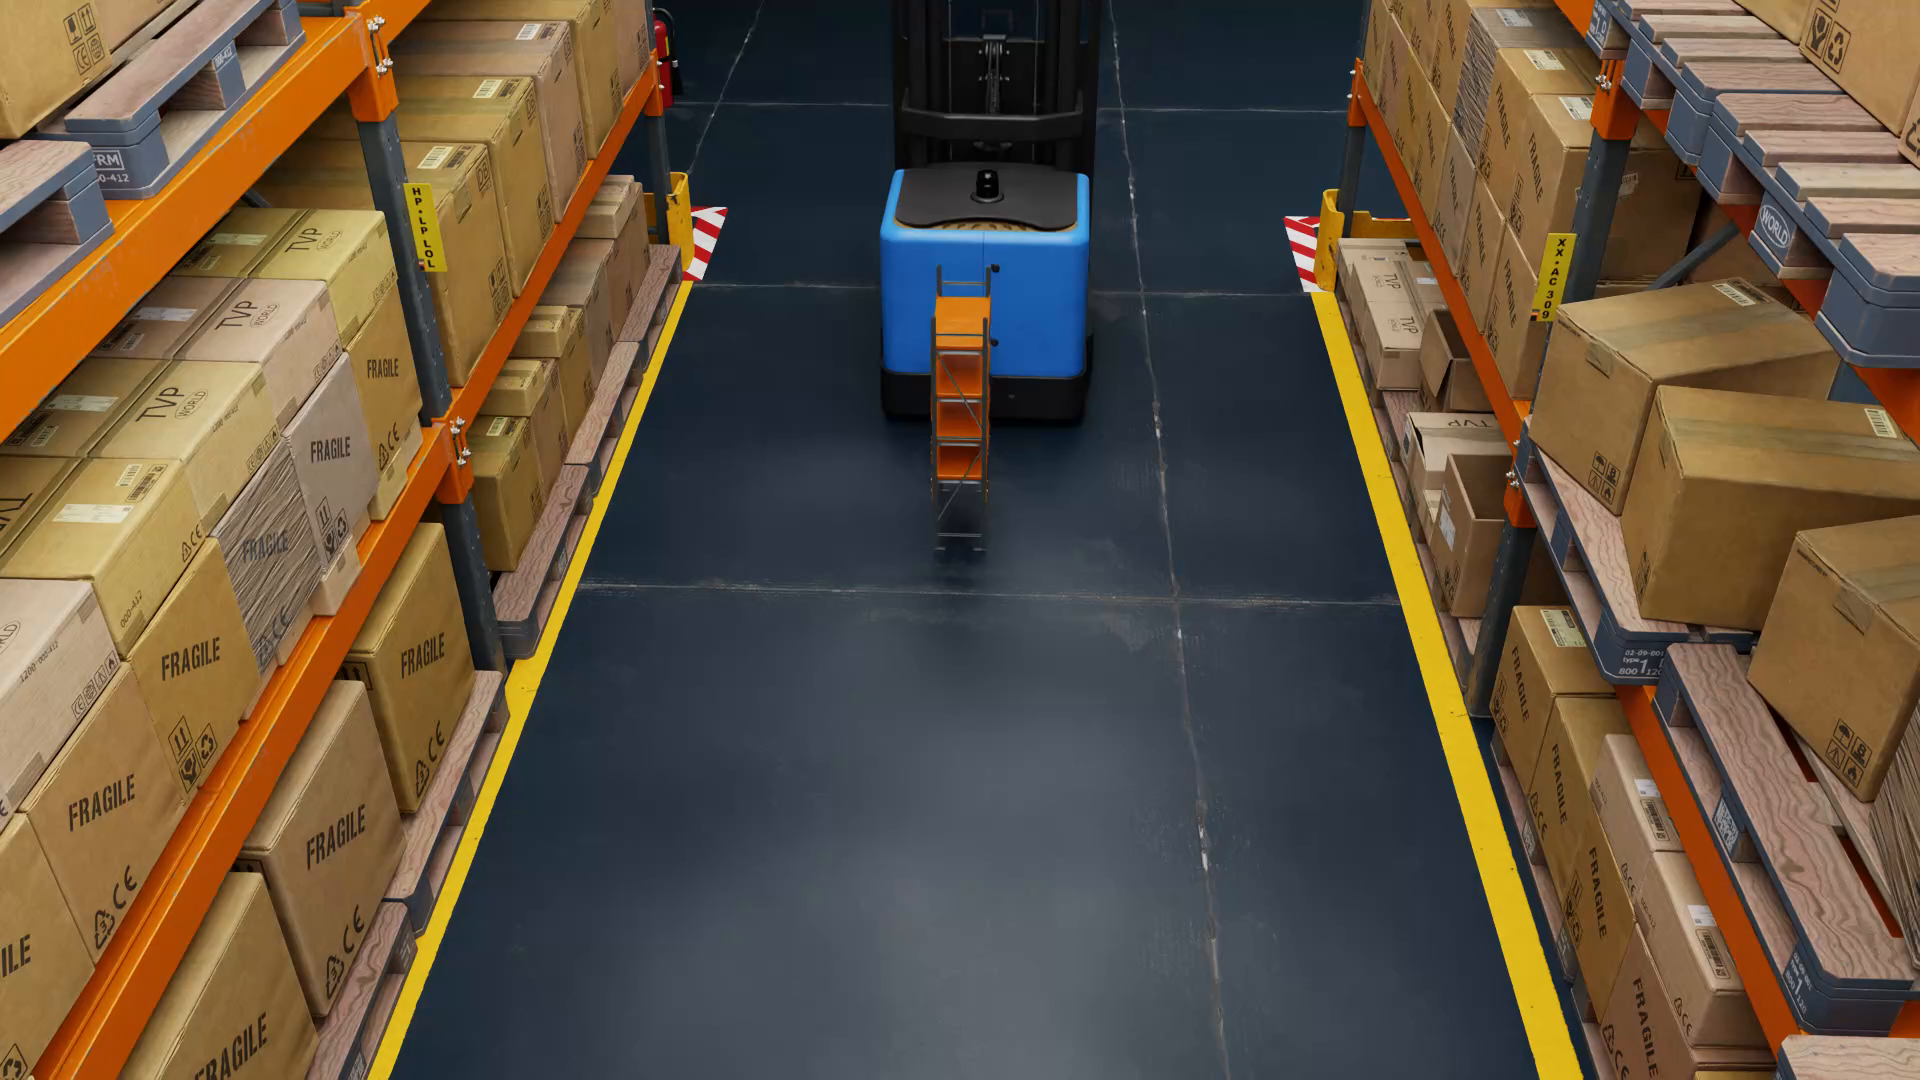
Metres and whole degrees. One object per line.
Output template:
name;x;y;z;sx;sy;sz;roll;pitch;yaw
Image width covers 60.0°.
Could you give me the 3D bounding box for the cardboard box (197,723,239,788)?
cardboard box;-2.236;0.536;4.579;0.380;0.149;0.250;2;35;3

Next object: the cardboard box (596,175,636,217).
cardboard box;-1.979;-1.871;9.047;0.380;0.149;0.250;1;35;1

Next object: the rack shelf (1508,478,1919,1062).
rack shelf;2.481;0.915;4.465;1.077;0.370;4.000;1;35;2

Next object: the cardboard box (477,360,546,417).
cardboard box;-2.060;-0.675;7.346;0.380;0.149;0.250;2;35;3

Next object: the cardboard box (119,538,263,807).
cardboard box;-2.209;0.329;4.311;0.500;0.500;0.500;2;35;3

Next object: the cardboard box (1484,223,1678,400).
cardboard box;2.325;-0.862;6.281;0.500;0.500;0.500;2;35;3

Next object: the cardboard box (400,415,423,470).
cardboard box;-2.119;-0.345;5.833;0.380;0.149;0.250;2;35;2

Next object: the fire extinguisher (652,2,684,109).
fire extinguisher;-1.760;-2.830;9.560;0.296;0.674;0.183;1;35;2

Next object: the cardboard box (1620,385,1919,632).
cardboard box;2.355;-0.077;4.799;0.700;0.500;0.500;7;36;9

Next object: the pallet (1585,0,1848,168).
pallet;2.465;-1.305;4.553;1.213;0.211;1.003;1;35;2

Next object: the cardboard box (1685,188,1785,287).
cardboard box;2.862;-1.242;5.952;0.500;0.500;0.500;2;35;3

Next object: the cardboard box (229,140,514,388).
cardboard box;-2.350;-1.074;6.409;0.980;0.700;0.700;2;35;3

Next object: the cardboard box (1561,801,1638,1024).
cardboard box;2.261;1.181;5.253;0.500;0.500;0.500;2;35;2

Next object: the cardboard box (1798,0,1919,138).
cardboard box;2.464;-1.337;3.896;0.600;0.600;0.600;1;35;1

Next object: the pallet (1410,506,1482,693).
pallet;2.590;0.218;7.256;1.003;0.211;1.213;1;35;2

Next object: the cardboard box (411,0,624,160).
cardboard box;-2.256;-2.350;8.224;0.980;0.700;0.700;1;35;2

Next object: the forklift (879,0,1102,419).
forklift;0.202;-2.640;8.957;1.130;2.935;3.031;2;35;3

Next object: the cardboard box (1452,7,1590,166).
cardboard box;2.362;-1.859;6.829;0.500;0.500;0.500;2;35;2

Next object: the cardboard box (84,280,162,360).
cardboard box;-2.681;-0.559;4.921;0.500;0.250;0.500;2;35;2

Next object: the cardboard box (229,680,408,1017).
cardboard box;-2.317;0.955;5.287;0.750;0.750;0.750;2;35;3

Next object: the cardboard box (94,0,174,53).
cardboard box;-2.533;-1.585;4.319;0.700;0.500;0.500;0;35;-1

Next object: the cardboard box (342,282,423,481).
cardboard box;-2.155;-0.540;5.547;0.500;0.500;0.500;1;35;1

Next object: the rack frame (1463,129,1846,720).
rack frame;2.562;-0.528;5.893;1.000;3.000;0.127;1;35;2

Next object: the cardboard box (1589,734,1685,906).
cardboard box;2.259;0.855;5.064;0.500;0.250;0.500;1;35;2

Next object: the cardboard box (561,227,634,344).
cardboard box;-2.176;-1.396;8.936;0.700;0.500;0.500;1;35;2

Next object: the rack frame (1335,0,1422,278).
rack frame;2.722;-2.826;9.163;1.000;3.000;0.127;1;35;2

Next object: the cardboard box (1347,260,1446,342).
cardboard box;2.397;-1.288;8.983;0.500;0.250;0.500;1;35;2

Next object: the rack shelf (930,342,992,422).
rack shelf;0.007;-0.714;7.450;0.258;0.148;0.480;1;35;2

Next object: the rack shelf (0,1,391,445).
rack shelf;-2.469;-0.424;3.762;1.077;0.370;4.000;1;35;2

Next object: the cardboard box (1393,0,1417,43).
cardboard box;2.428;-2.727;8.065;0.500;0.500;0.500;2;35;2

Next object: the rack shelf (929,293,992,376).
rack shelf;0.007;-0.907;7.314;0.258;0.148;0.480;1;35;2

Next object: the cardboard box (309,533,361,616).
cardboard box;-2.113;0.101;5.198;0.380;0.149;0.250;1;35;2

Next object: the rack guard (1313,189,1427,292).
rack guard;2.719;-1.760;9.819;1.175;0.500;0.348;1;35;2

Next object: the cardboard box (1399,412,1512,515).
cardboard box;2.331;-0.373;7.628;0.500;0.311;0.500;1;35;2

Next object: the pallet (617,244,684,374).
pallet;-2.181;-1.336;9.468;1.003;0.211;1.213;1;35;2

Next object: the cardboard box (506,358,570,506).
cardboard box;-2.232;-0.505;7.669;0.700;0.500;0.500;1;35;1

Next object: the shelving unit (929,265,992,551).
shelving unit;0.007;-0.586;7.540;0.258;1.200;0.503;1;35;2

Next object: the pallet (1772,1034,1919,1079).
pallet;2.358;1.457;3.234;1.213;0.211;1.003;1;35;2

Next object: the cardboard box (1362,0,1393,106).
cardboard box;2.441;-2.618;8.780;0.500;0.500;0.500;2;35;3

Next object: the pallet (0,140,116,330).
pallet;-2.534;-0.506;3.417;1.003;0.211;1.213;3;35;4

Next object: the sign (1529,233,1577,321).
sign;2.019;-0.890;5.655;0.100;0.325;0.005;1;35;2

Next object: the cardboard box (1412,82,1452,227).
cardboard box;2.381;-1.746;7.539;0.500;0.500;0.500;2;35;3

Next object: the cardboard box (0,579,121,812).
cardboard box;-2.236;0.329;3.658;0.500;0.250;0.500;2;35;2
